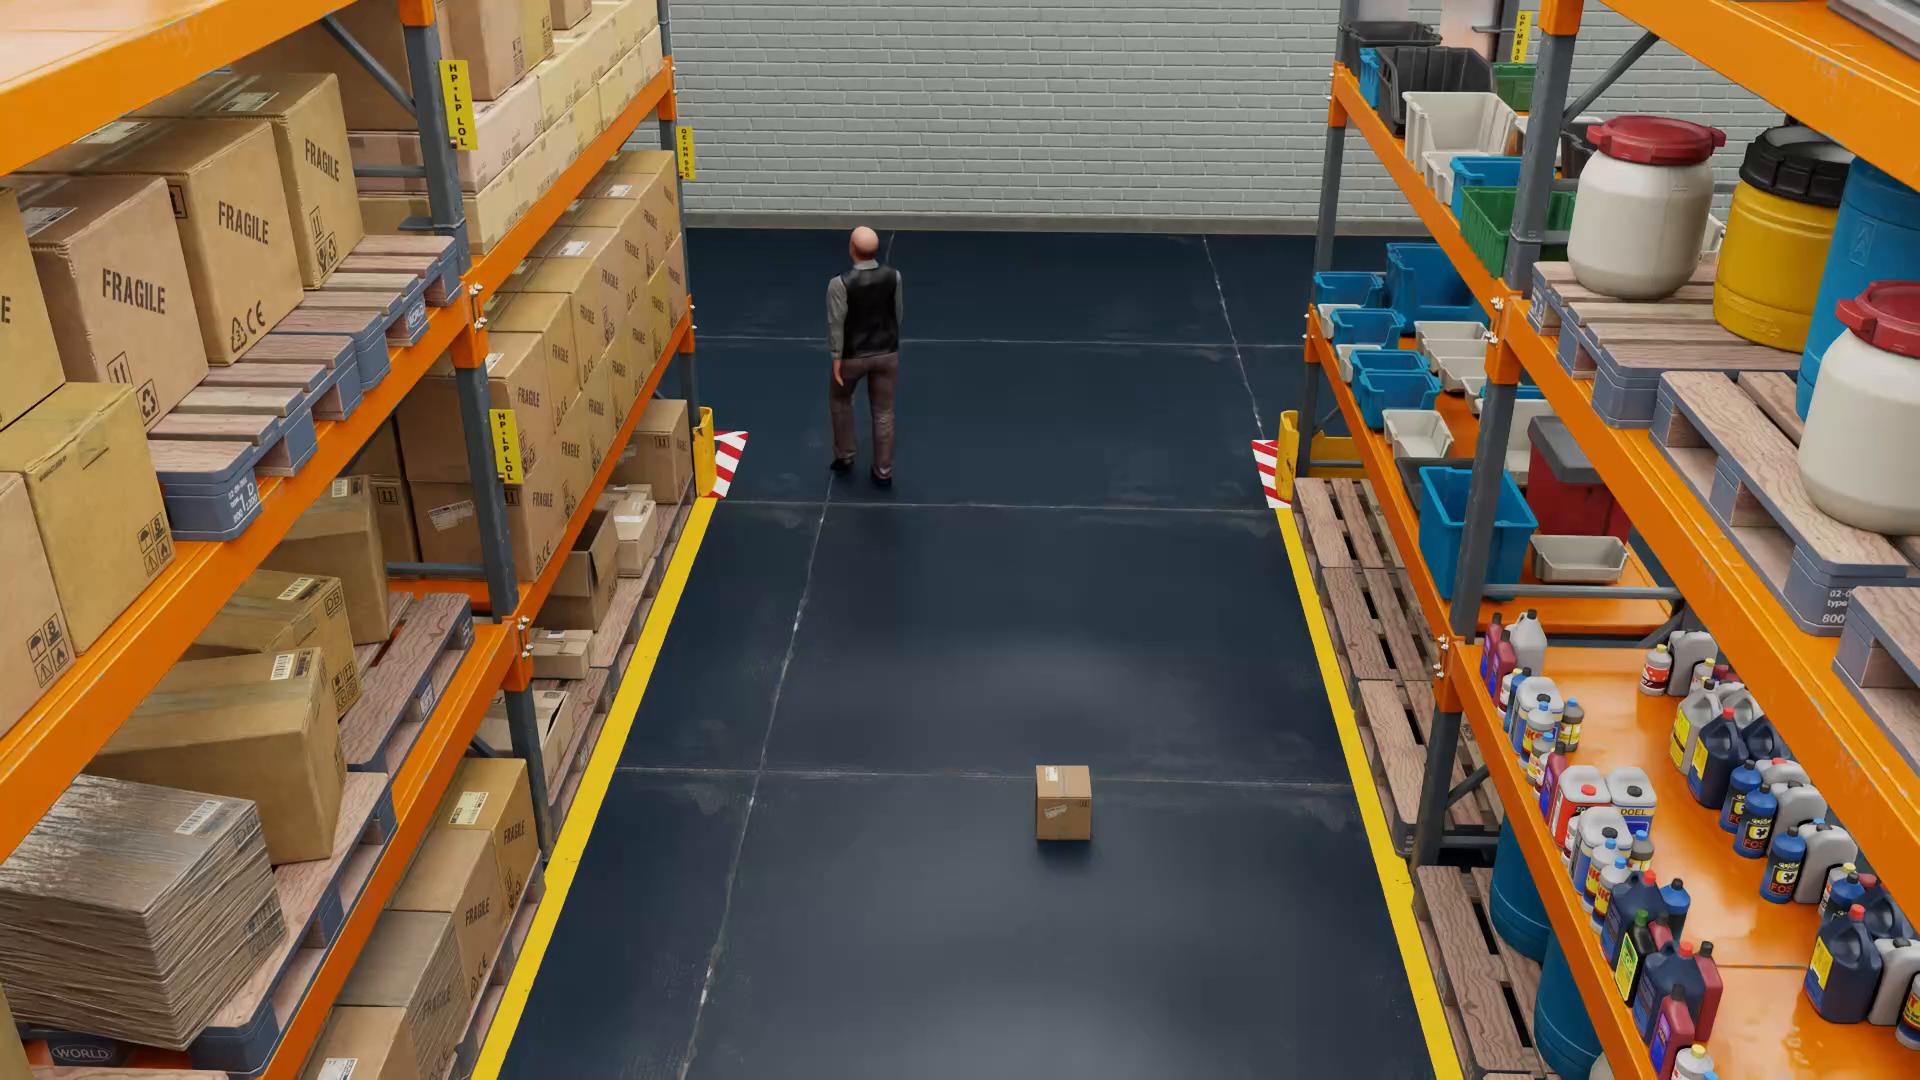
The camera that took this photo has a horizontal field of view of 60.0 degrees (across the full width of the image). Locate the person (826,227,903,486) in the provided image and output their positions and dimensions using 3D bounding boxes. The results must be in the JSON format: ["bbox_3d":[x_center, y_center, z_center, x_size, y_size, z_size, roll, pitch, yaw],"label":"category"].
[{"bbox_3d":[-0.616,-1.183,10.919,0.550,1.784,0.598,-9,29,-16],"label":"person"}]
